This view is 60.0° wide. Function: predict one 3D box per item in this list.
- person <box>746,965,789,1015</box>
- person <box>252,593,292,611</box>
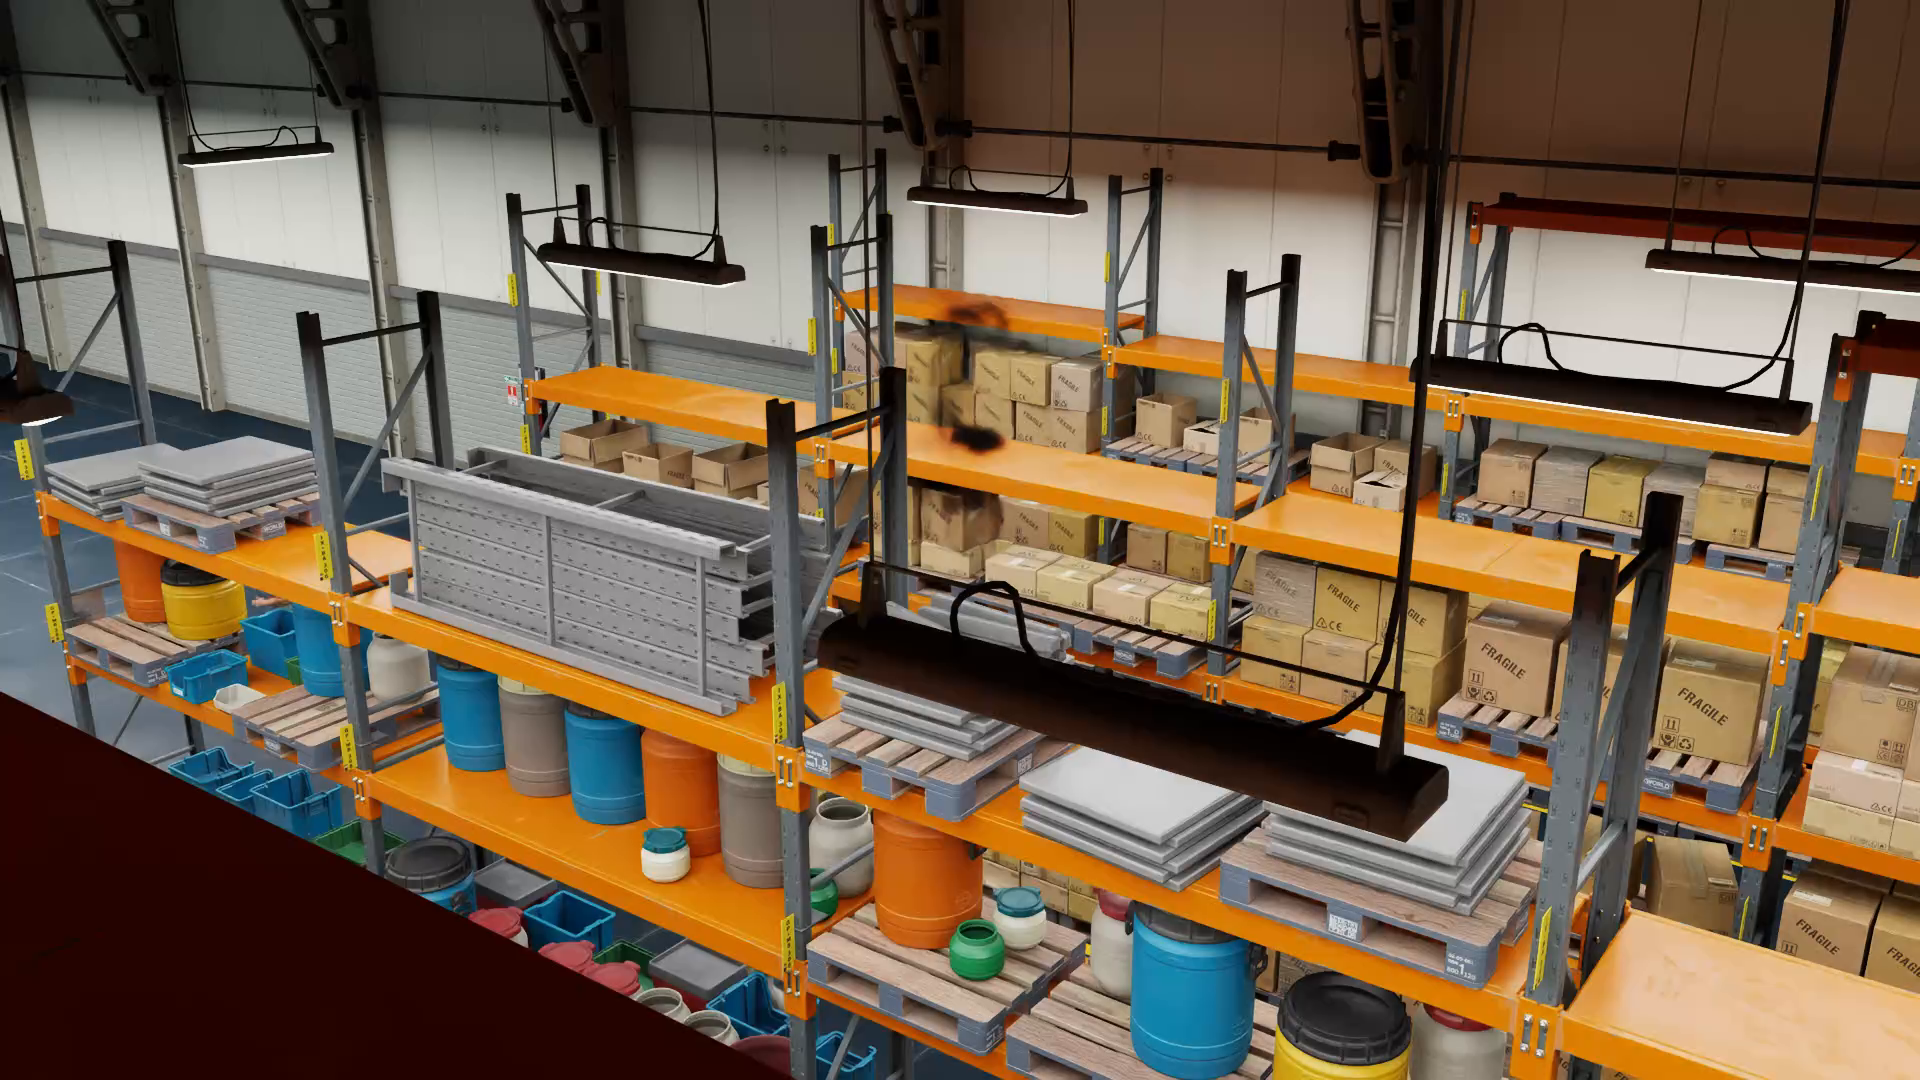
[{"bbox_3d":[-1.602,3.162,12.808,0.912,1.787,0.690,9,20,25],"label":"person"},{"bbox_3d":[-8.159,0.834,20.049,0.691,1.681,0.704,-10,21,-27],"label":"person"}]
